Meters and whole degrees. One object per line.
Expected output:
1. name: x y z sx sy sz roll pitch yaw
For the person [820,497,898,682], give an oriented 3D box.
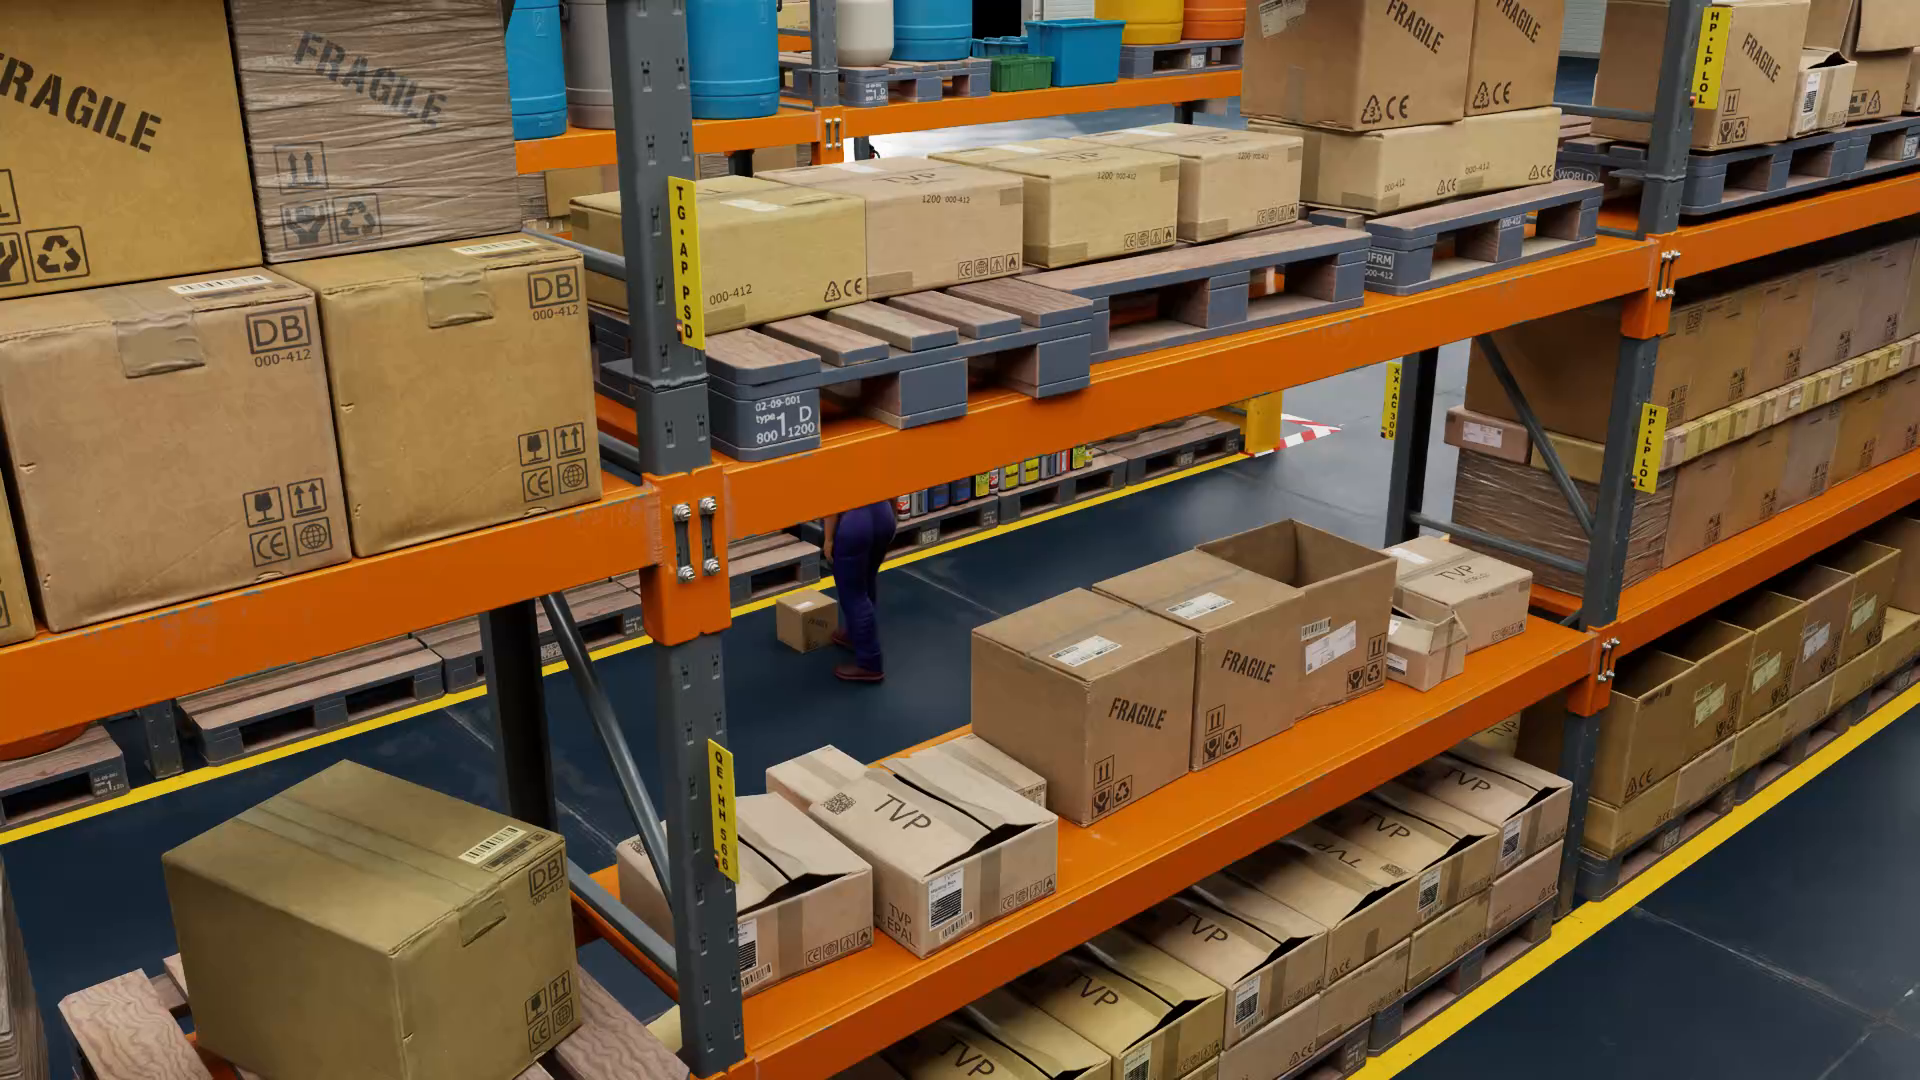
1. person: -0.608 -0.091 8.824 0.637 1.640 0.495 19 28 39
